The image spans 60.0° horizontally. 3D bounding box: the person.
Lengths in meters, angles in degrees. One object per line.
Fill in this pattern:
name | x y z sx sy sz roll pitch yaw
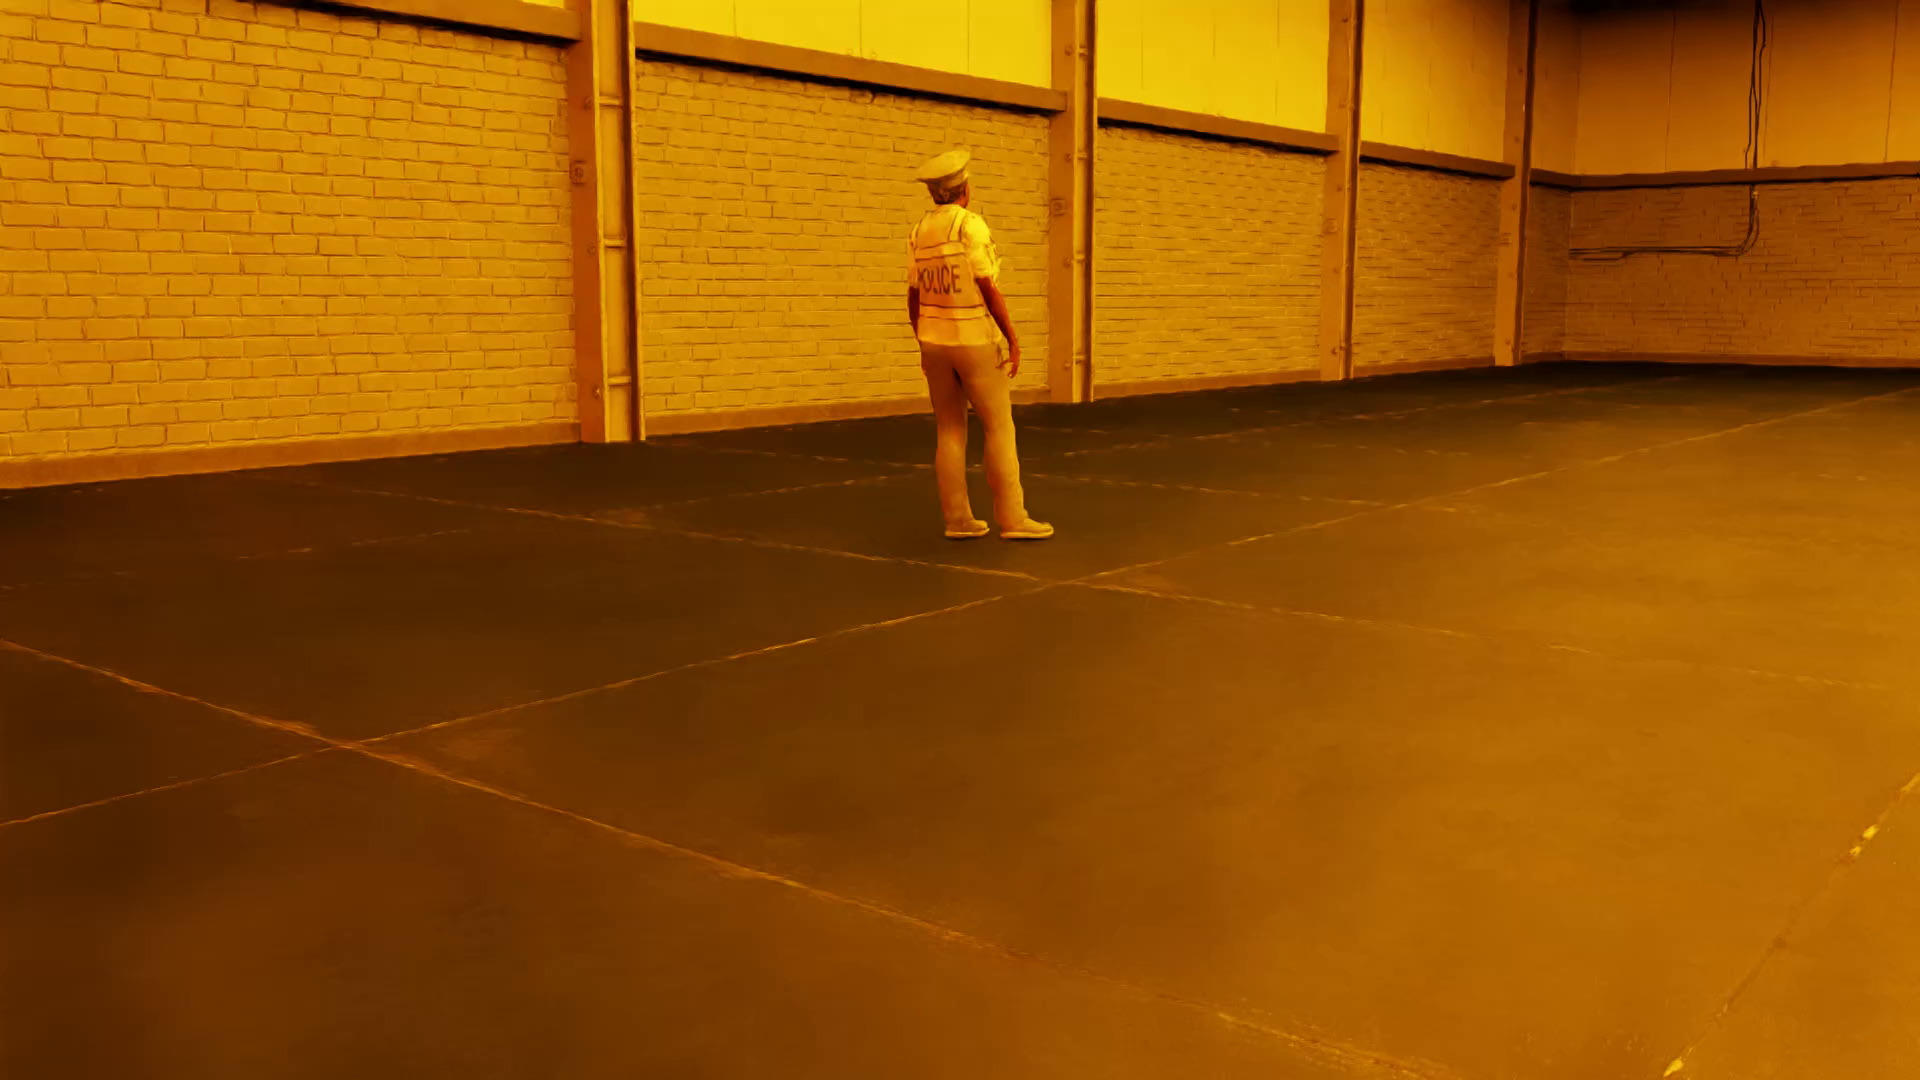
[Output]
person | 0.070 -0.850 7.321 0.550 1.693 0.529 7 11 38
